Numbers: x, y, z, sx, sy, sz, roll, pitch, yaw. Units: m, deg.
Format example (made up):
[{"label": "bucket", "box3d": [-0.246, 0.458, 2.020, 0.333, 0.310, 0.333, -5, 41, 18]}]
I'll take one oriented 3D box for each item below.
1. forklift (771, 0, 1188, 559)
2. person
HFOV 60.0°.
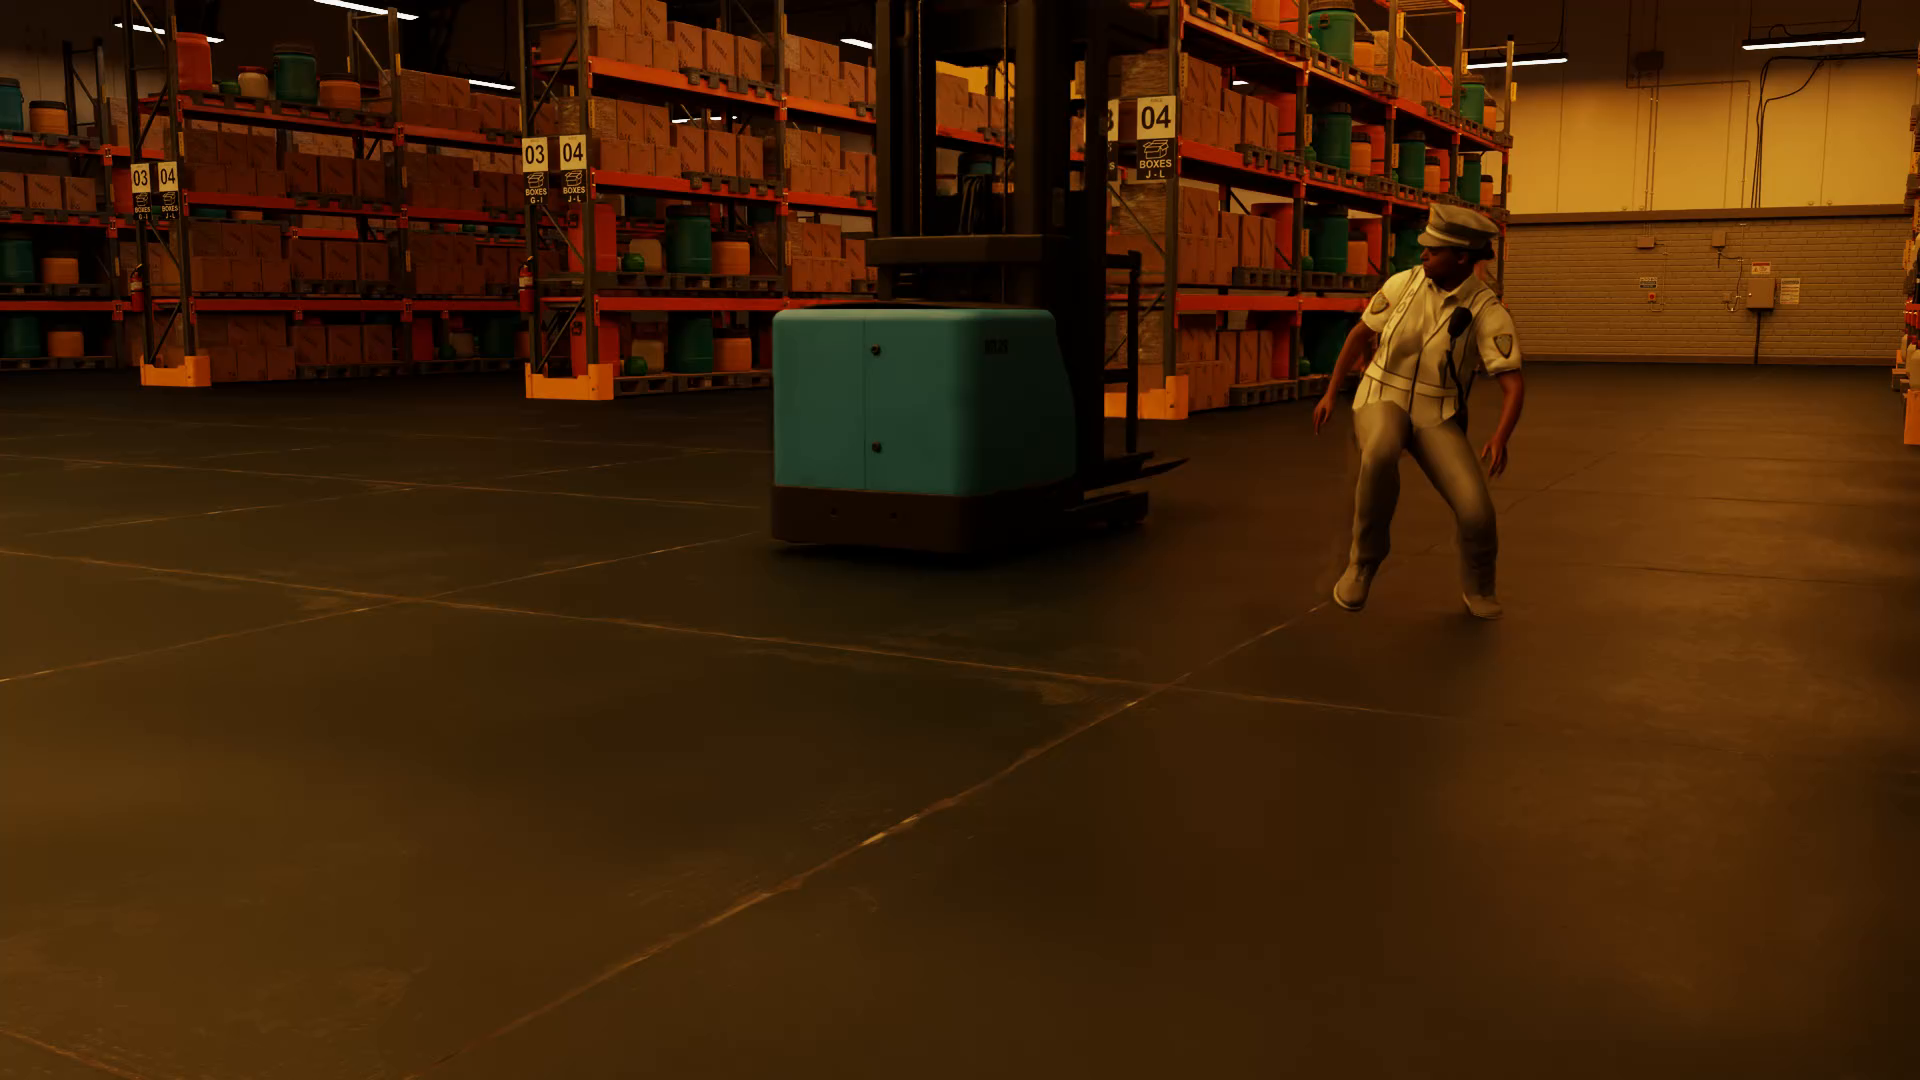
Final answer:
[{"label": "forklift", "box3d": [0.302, -1.535, 8.217, 1.130, 2.935, 3.031, 4, 9, 28]}, {"label": "person", "box3d": [1.601, -0.437, 5.832, 0.707, 1.461, 0.663, 2, 8, 12]}]
